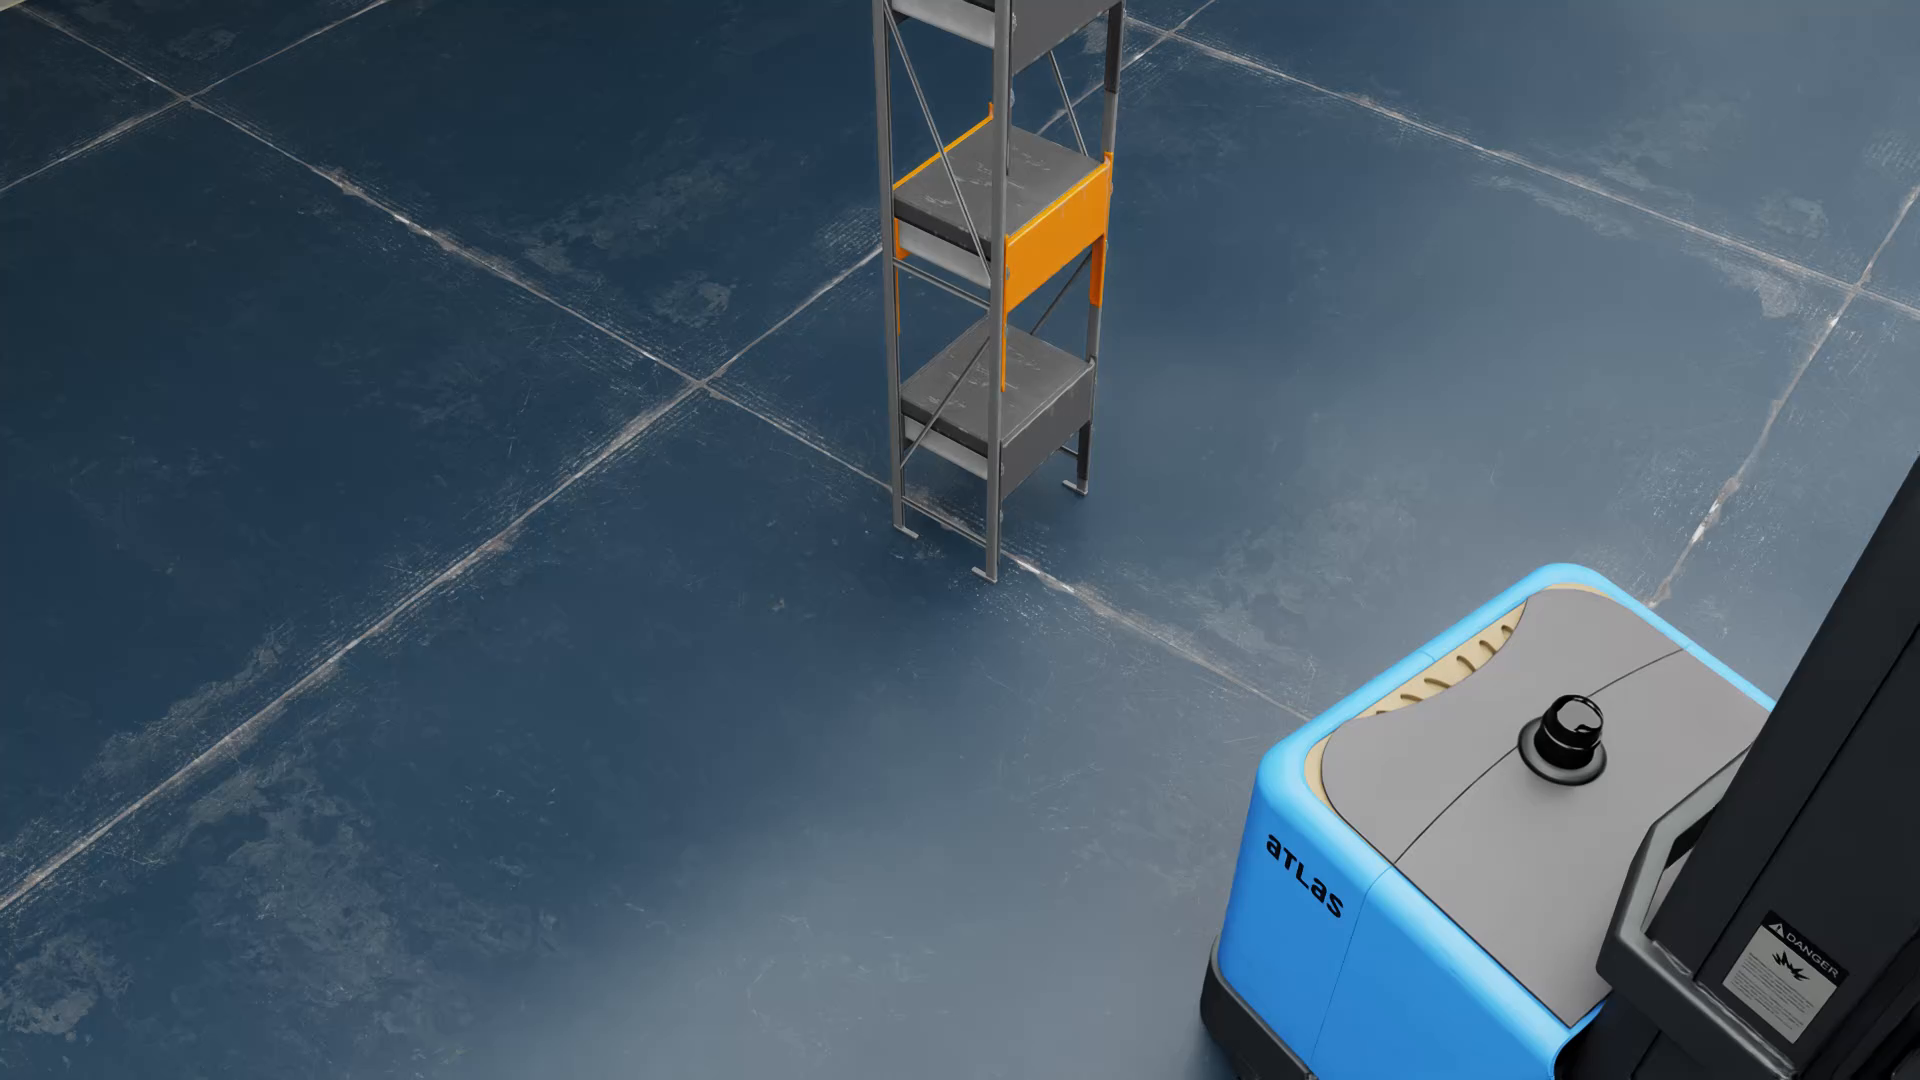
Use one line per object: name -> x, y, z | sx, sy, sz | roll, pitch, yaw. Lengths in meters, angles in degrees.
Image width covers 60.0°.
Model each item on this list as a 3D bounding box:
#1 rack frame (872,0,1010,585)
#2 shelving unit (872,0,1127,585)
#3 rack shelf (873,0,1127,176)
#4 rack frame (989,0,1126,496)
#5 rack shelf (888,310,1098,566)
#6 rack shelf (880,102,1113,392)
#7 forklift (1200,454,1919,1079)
rack frame -> -0.048, -0.680, 4.448 | 0.400, 2.100, 0.015 | 29, 53, 25
shelving unit -> 0.101, -0.820, 4.581 | 0.431, 2.100, 0.503 | 29, 53, 25
rack shelf -> 0.101, -1.294, 4.085 | 0.431, 0.518, 0.480 | 29, 53, 25
rack frame -> 0.250, -0.960, 4.715 | 0.400, 2.100, 0.015 | 29, 53, 25
rack shelf -> 0.101, -0.327, 5.097 | 0.431, 0.518, 0.480 | 29, 53, 25
rack shelf -> 0.101, -0.811, 4.591 | 0.431, 0.518, 0.480 | 29, 53, 25
forklift -> 1.870, 0.818, 2.441 | 1.130, 2.935, 3.031 | -28, 53, -24
